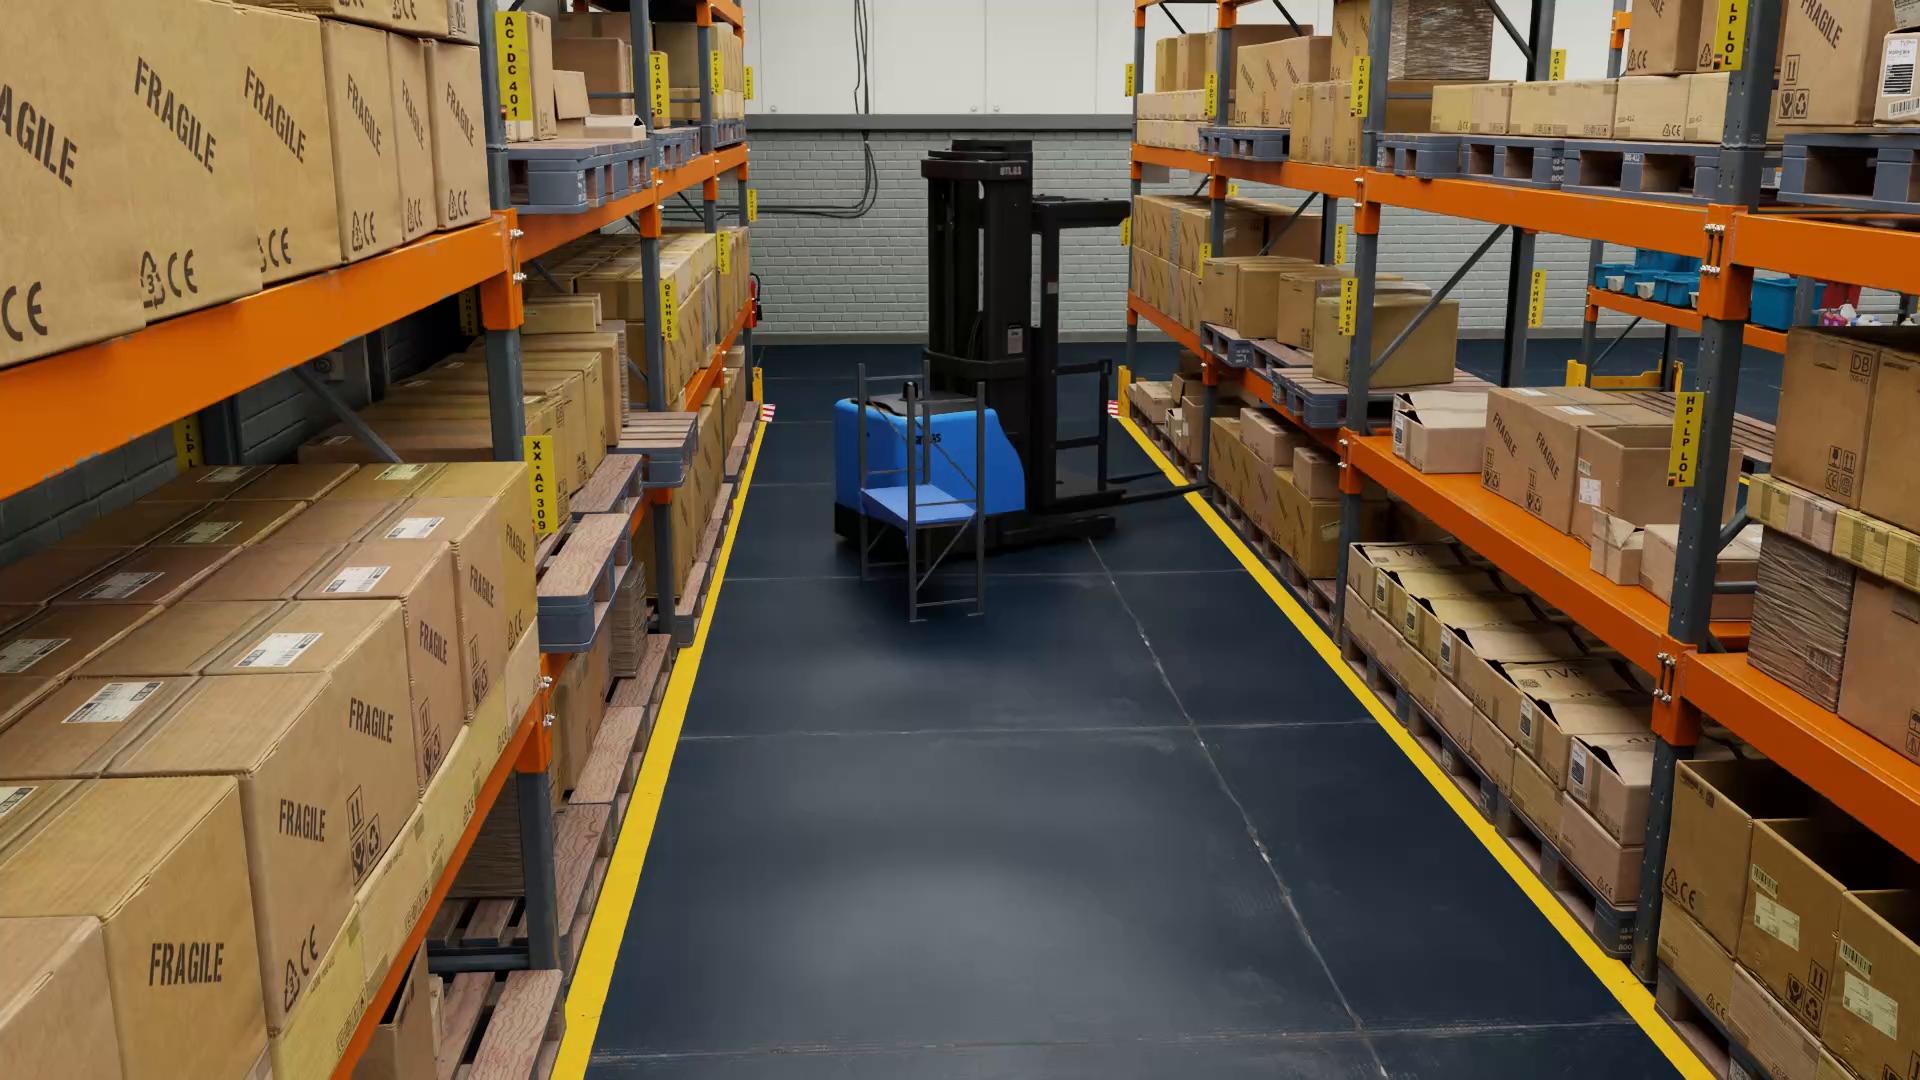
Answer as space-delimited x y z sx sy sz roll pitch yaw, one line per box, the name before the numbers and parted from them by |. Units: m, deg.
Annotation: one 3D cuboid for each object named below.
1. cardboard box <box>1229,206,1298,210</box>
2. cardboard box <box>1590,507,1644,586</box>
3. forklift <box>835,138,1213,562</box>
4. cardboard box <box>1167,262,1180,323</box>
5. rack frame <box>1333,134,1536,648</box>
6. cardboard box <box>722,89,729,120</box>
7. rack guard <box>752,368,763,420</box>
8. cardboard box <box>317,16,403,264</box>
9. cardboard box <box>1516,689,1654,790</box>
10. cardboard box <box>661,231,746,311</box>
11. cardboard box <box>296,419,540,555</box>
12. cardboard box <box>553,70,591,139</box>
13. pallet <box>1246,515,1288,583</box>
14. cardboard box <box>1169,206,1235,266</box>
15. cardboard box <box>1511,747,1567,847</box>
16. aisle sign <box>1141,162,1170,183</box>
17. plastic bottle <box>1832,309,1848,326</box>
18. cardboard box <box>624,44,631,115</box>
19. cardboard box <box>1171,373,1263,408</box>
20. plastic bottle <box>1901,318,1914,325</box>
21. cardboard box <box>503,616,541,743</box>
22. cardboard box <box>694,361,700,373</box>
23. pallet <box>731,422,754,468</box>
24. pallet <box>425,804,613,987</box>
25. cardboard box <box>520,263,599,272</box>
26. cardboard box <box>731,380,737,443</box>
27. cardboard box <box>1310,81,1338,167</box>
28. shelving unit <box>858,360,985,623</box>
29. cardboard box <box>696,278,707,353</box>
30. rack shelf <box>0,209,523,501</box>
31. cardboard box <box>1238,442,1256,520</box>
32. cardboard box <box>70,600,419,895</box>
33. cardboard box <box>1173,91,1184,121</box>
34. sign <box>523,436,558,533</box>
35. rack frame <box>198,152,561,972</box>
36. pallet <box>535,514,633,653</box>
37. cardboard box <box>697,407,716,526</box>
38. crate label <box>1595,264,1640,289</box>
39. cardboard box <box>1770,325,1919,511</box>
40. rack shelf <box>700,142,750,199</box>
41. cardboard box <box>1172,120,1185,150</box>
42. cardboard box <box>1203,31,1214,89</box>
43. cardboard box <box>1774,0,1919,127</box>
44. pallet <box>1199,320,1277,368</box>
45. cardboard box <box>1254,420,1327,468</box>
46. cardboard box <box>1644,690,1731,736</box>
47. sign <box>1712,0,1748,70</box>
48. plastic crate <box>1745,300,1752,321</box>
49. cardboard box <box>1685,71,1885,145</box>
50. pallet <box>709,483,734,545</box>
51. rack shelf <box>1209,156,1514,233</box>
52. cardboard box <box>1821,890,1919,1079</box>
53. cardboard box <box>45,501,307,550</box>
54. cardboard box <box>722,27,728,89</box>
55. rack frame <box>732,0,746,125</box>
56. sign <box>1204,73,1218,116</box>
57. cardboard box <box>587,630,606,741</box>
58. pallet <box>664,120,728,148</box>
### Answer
cardboard box | 2.710 -2.730 14.909 0.500 0.500 0.500 -1 14 -5
cardboard box | 2.780 0.019 6.701 0.396 0.266 0.258 -1 14 -5
forklift | 0.580 -1.513 12.523 3.031 2.935 1.130 -9 17 -32
cardboard box | 2.168 -2.244 15.028 0.500 0.500 0.500 -1 14 -2
rack frame | 2.770 -0.825 9.712 1.000 3.000 0.127 -1 14 -3
cardboard box | -2.219 -3.677 14.035 0.500 0.250 0.500 -1 14 -5
rack guard | -2.671 -1.532 17.478 1.175 0.500 0.348 -1 14 -3
cardboard box | -1.557 -0.878 3.660 0.500 0.500 0.500 -1 15 -6
cardboard box | 2.668 0.801 6.943 0.500 0.311 0.500 0 14 -2
cardboard box | -2.572 -2.575 15.911 0.980 0.700 0.700 -1 14 -4
cardboard box | -1.924 -0.141 5.971 0.700 0.500 0.500 -1 14 -3
cardboard box | -2.186 -1.936 7.763 0.797 0.503 0.637 1 14 4
pallet | 2.689 0.037 11.960 1.003 0.211 1.213 -1 14 -3
cardboard box | 2.167 -2.727 14.897 0.500 0.500 0.500 -1 14 -3
cardboard box | 2.673 1.074 7.008 0.500 0.250 0.500 -1 14 -4
aisle sign | 1.977 -4.086 17.169 0.394 0.787 0.004 -1 14 -3
plastic bottle | 7.071 -1.708 13.377 0.061 0.283 0.133 -1 14 -3
cardboard box | -2.347 -2.712 9.944 0.700 0.500 0.500 -2 15 -7
cardboard box | 2.401 -1.291 15.650 0.797 0.503 0.637 -1 14 -3
plastic bottle | 7.690 -1.699 13.509 0.097 0.201 0.097 0 14 0
cardboard box | -1.594 0.424 5.121 0.500 0.250 0.500 -1 14 -3
cardboard box | -2.084 -1.296 12.009 0.380 0.149 0.250 -1 14 -3
pallet | -2.470 -0.886 15.547 1.003 0.211 1.213 -1 14 -3
pallet | -1.976 1.404 6.644 1.003 0.211 1.213 -1 14 -3
cardboard box | -2.490 -1.550 10.189 0.500 0.250 0.500 -1 14 -5
cardboard box | -2.423 -1.175 15.248 0.700 0.500 0.500 -1 14 -2
cardboard box | 2.678 -2.561 10.238 0.910 0.500 0.500 -1 14 -3
shelving unit | -0.264 -0.347 10.864 0.538 1.500 1.048 -5 15 -20
cardboard box | -2.078 -1.582 11.816 0.500 0.500 0.500 -1 14 -3
rack shelf | -1.802 -0.359 3.327 1.077 0.370 4.000 -1 14 -3
cardboard box | 2.376 -0.441 12.354 0.500 0.500 0.500 -1 14 -3
cardboard box | -1.498 0.439 3.557 0.500 0.500 0.500 0 14 -2
cardboard box | 2.165 -3.807 14.581 0.500 0.250 0.500 -1 14 -3
sign | -1.385 -0.182 5.477 0.100 0.325 0.005 -1 14 -3
rack frame | -1.926 0.248 5.545 1.000 3.000 0.127 -1 14 -3
pallet | -1.828 0.148 6.316 1.003 0.211 1.213 -1 14 -3
cardboard box | -2.194 -0.524 12.013 0.750 0.750 0.750 0 14 -2
crate label | 6.905 -2.771 17.493 0.416 0.233 0.303 -1 14 -3
cardboard box | 3.051 -0.396 5.243 0.700 0.500 0.500 -1 14 -3
rack shelf | -2.546 -3.344 14.926 1.077 0.370 4.000 -1 14 -3
cardboard box | 2.167 -3.565 14.644 0.500 0.250 0.500 -1 14 -3
cardboard box | 2.527 -4.176 14.510 0.700 0.500 0.500 -1 14 -3
cardboard box | 2.786 -1.473 4.887 0.500 0.500 0.500 0 14 1
pallet | 2.463 -1.526 12.823 1.003 0.211 1.213 -1 14 -3
cardboard box | 2.402 -0.688 11.808 0.500 0.250 0.500 -1 14 -4
cardboard box | 3.215 0.796 6.964 0.500 0.311 0.500 -1 14 -4
sign | 2.477 -1.675 5.326 0.100 0.325 0.005 -1 14 -3
plastic crate | 7.129 -2.065 14.964 0.437 0.125 0.590 -1 14 -3
cardboard box | 2.989 -1.567 6.034 0.500 0.250 0.500 1 14 2
pallet | -2.299 -0.201 12.883 1.003 0.211 1.213 -1 14 -3
rack shelf | 2.646 -2.426 11.361 1.077 0.370 4.000 -1 14 -3
cardboard box | 2.796 1.304 4.609 0.500 0.500 0.500 -1 14 -3
cardboard box | -2.077 0.196 4.500 0.500 0.500 0.500 -1 14 -4
cardboard box | -2.224 -4.046 13.966 0.500 0.500 0.500 -1 14 -5
rack frame | -2.670 -5.642 16.396 1.000 3.000 0.127 -1 14 -3
sign | 1.981 -3.512 13.100 0.100 0.325 0.005 -1 14 -3
cardboard box | -2.103 0.682 7.991 0.700 0.500 0.500 -1 14 -4
pallet | -2.462 -3.355 13.706 1.003 0.211 1.213 -1 14 -3
